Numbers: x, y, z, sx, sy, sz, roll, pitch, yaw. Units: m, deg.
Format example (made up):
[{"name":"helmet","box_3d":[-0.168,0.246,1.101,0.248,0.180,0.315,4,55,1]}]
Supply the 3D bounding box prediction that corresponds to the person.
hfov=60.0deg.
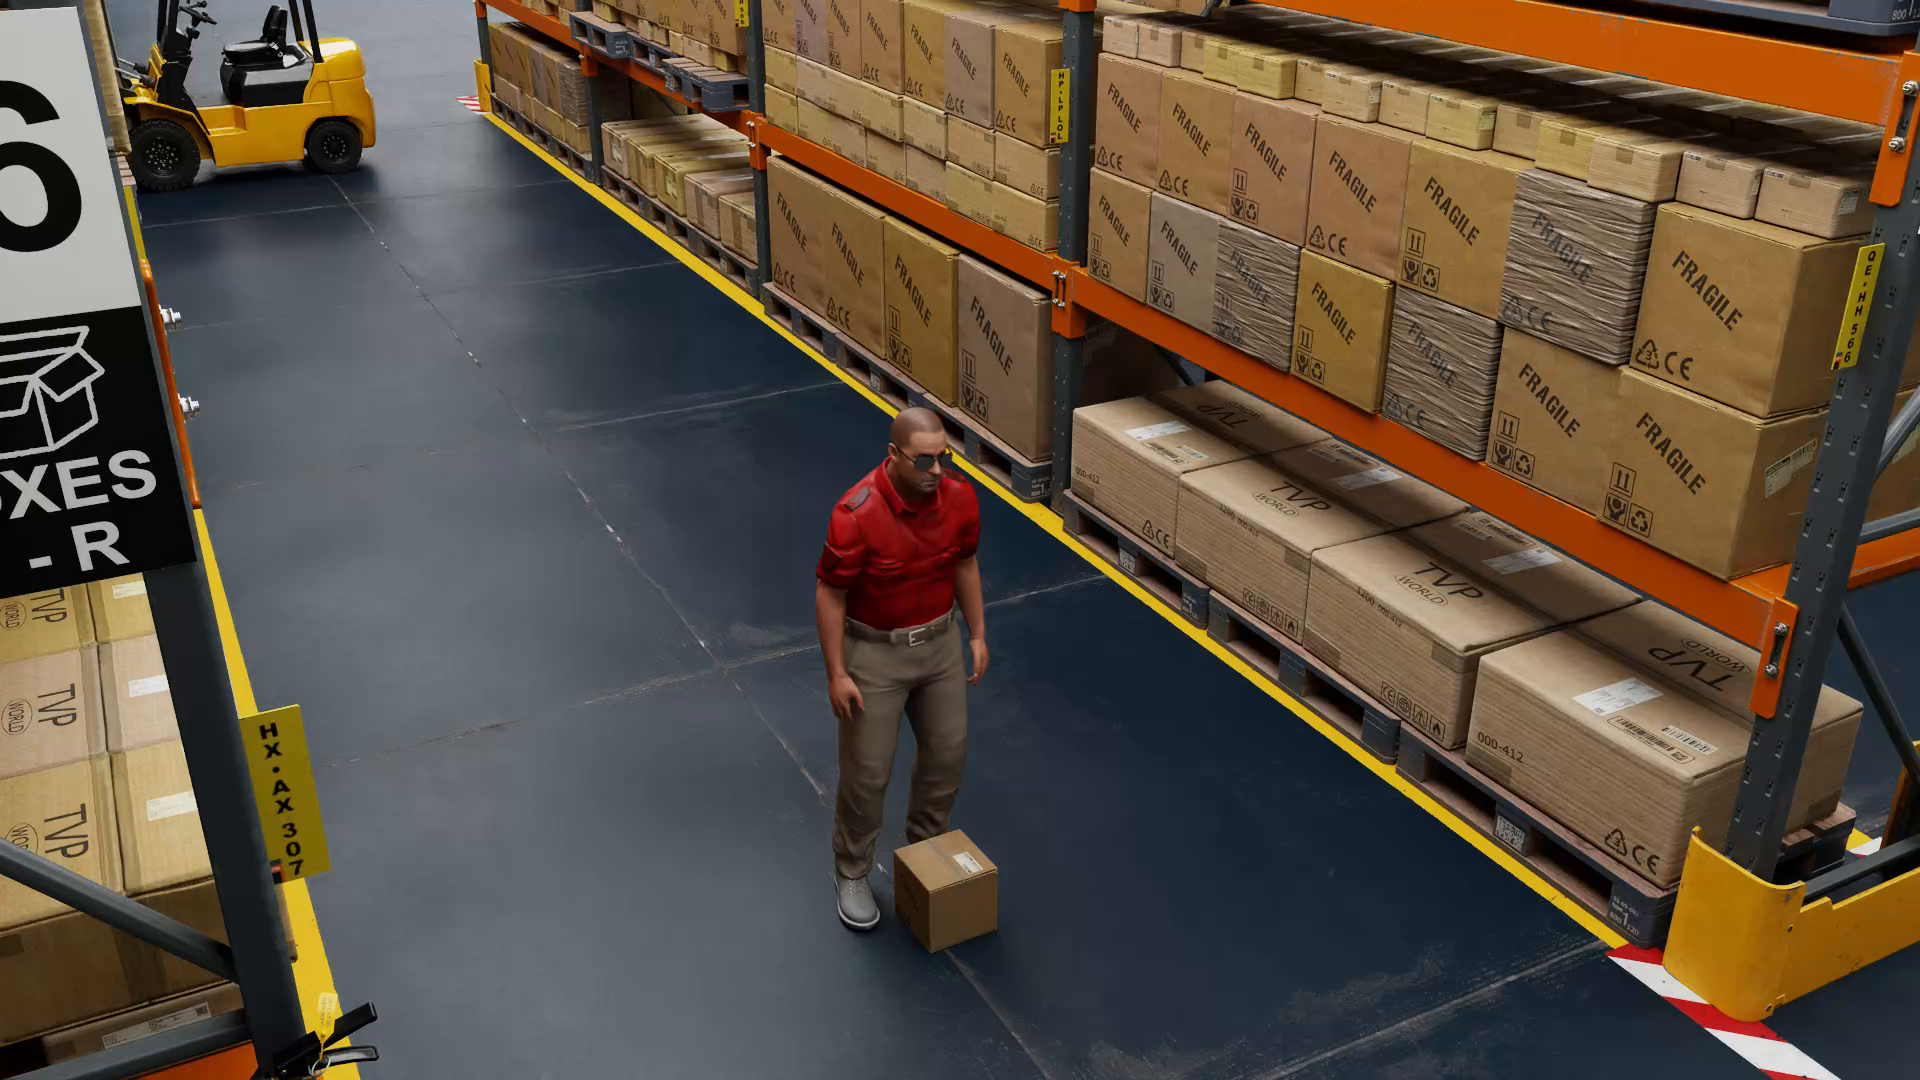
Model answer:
[{"name":"person","box_3d":[-0.178,0.380,5.323,0.606,1.727,0.387,-15,29,-28]}]
